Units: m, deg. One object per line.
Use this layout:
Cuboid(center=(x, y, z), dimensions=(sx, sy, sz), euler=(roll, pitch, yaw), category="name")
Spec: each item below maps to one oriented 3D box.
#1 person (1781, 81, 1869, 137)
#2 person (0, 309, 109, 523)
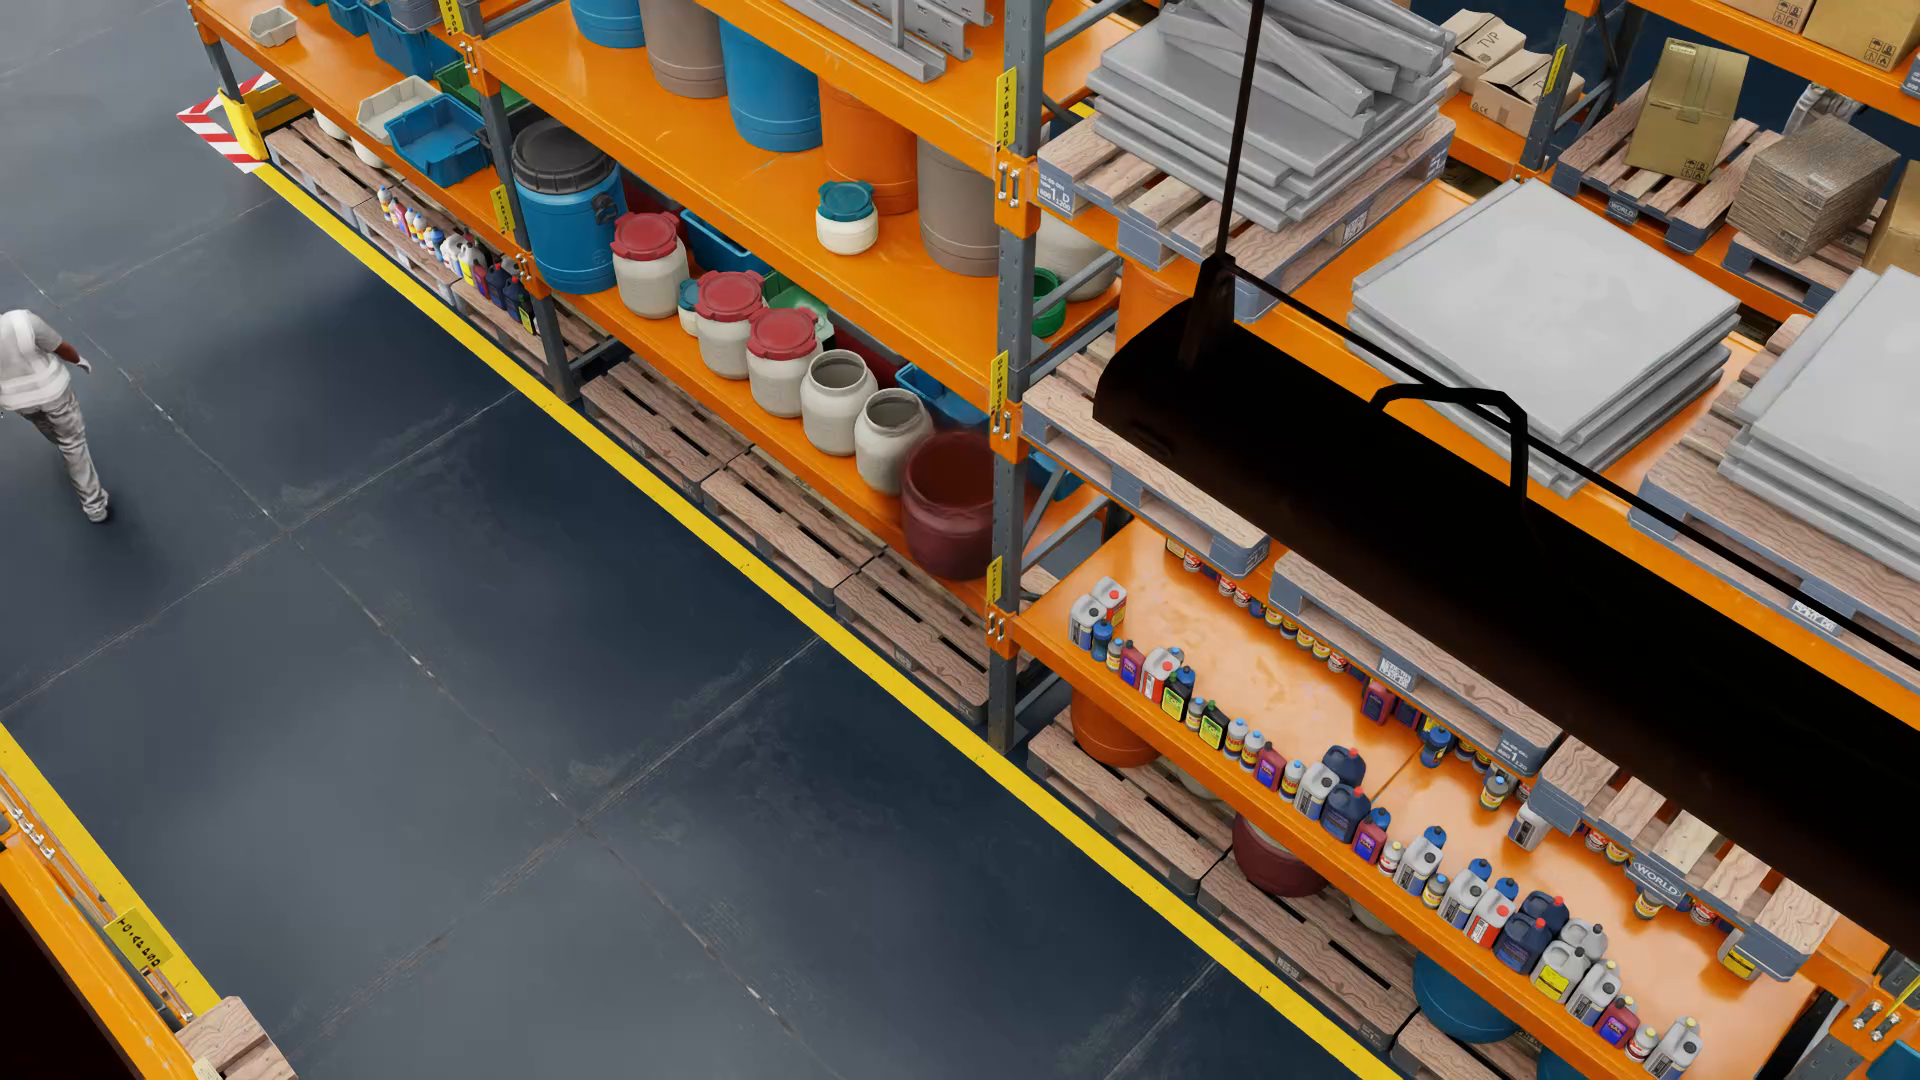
Cuboid(center=(6.033, -2.930, 11.751), dimensions=(0.536, 1.664, 0.511), euler=(-26, 55, -20), category="person")
Cuboid(center=(-5.616, -1.011, 10.079), dimensions=(0.614, 1.725, 0.986), euler=(-10, 51, -8), category="person")
